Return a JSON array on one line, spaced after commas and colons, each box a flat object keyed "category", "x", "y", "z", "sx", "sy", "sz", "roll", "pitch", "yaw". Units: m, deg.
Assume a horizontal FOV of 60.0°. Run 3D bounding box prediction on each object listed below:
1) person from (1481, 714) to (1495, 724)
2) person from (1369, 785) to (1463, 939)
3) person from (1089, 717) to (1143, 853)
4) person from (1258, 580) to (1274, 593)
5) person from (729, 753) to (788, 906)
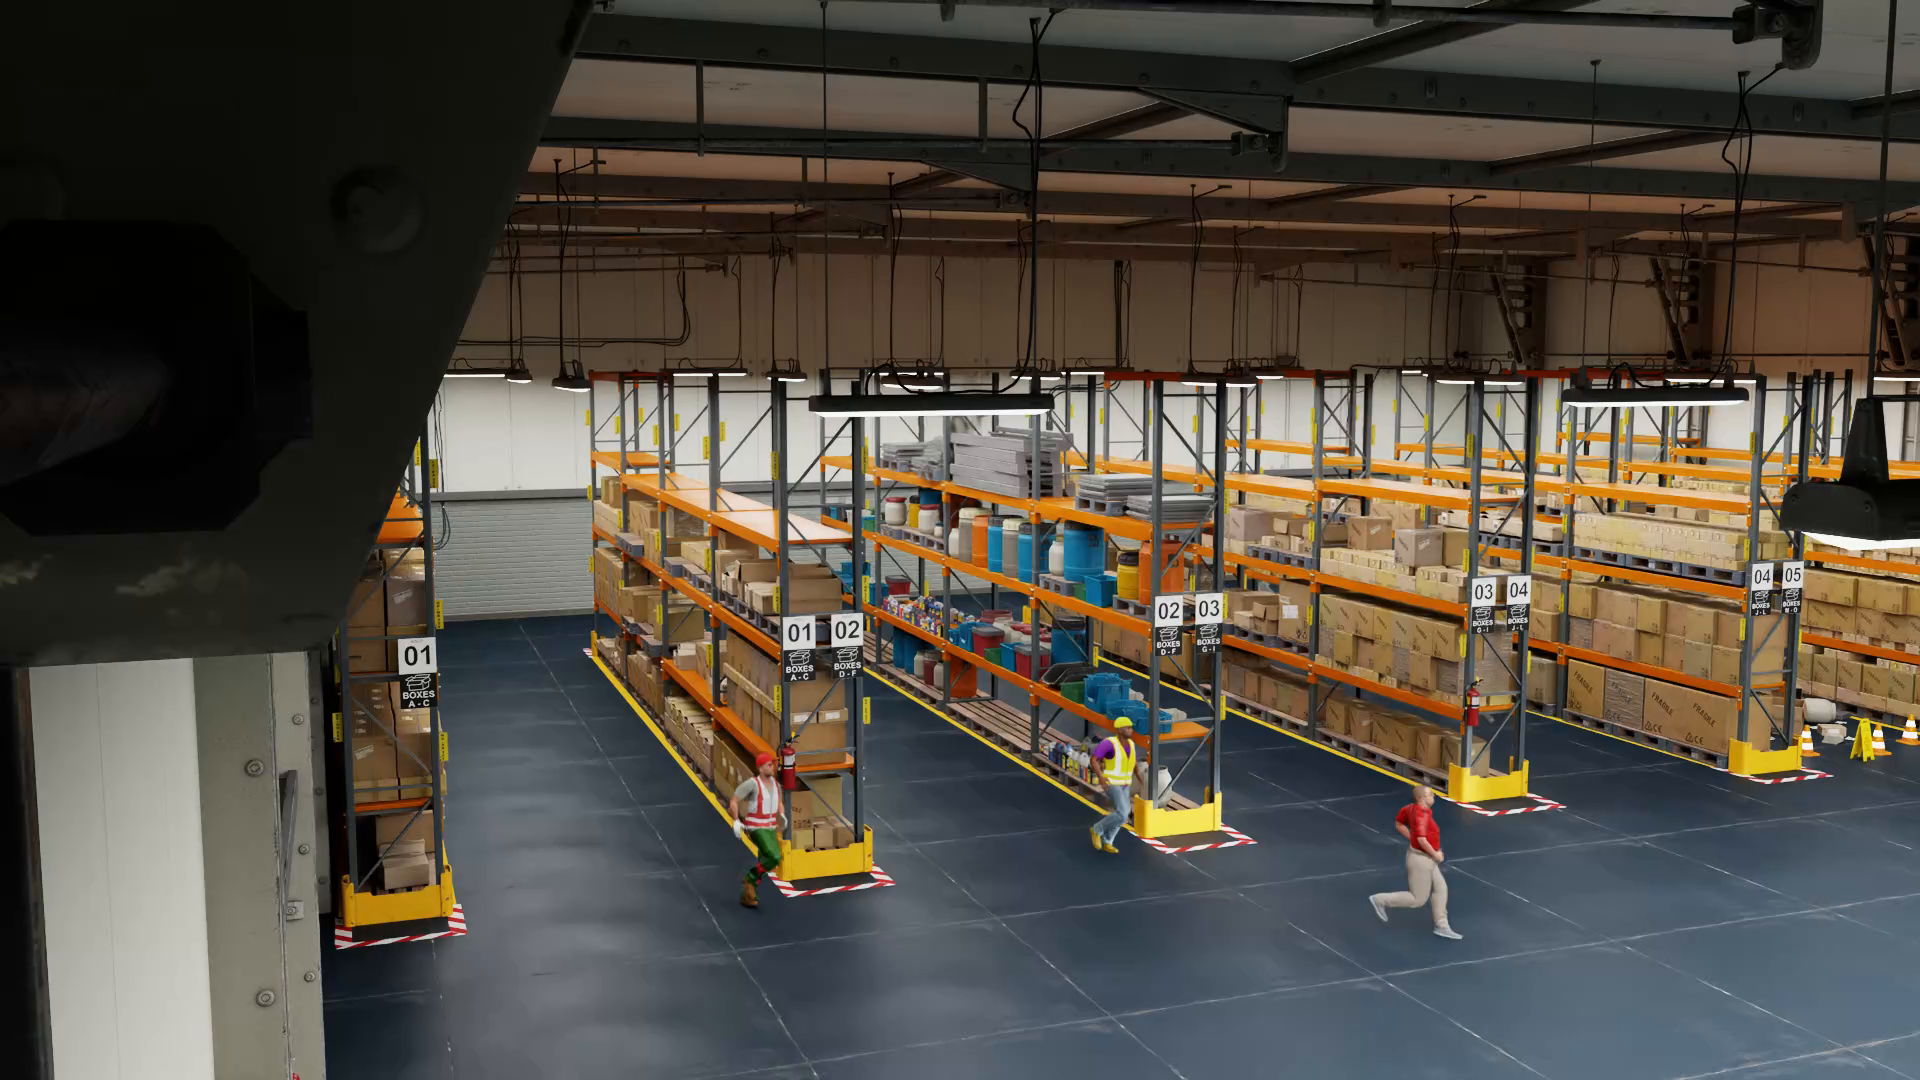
[{"category": "person", "x": 9.019, "y": 2.226, "z": 29.084, "sx": 0.673, "sy": 1.784, "sz": 1.213, "roll": -3, "pitch": 7, "yaw": -25}, {"category": "person", "x": 4.973, "y": 3.511, "z": 18.041, "sx": 1.015, "sy": 1.715, "sz": 0.642, "roll": 1, "pitch": 6, "yaw": 8}, {"category": "person", "x": 2.049, "y": 3.114, "z": 21.230, "sx": 0.542, "sy": 1.710, "sz": 0.726, "roll": 6, "pitch": 9, "yaw": 43}, {"category": "person", "x": 7.603, "y": 0.781, "z": 41.659, "sx": 0.898, "sy": 1.805, "sz": 0.653, "roll": -3, "pitch": 7, "yaw": -26}, {"category": "person", "x": -2.242, "y": 3.334, "z": 19.188, "sx": 0.597, "sy": 1.714, "sz": 0.708, "roll": 4, "pitch": 8, "yaw": 34}]
